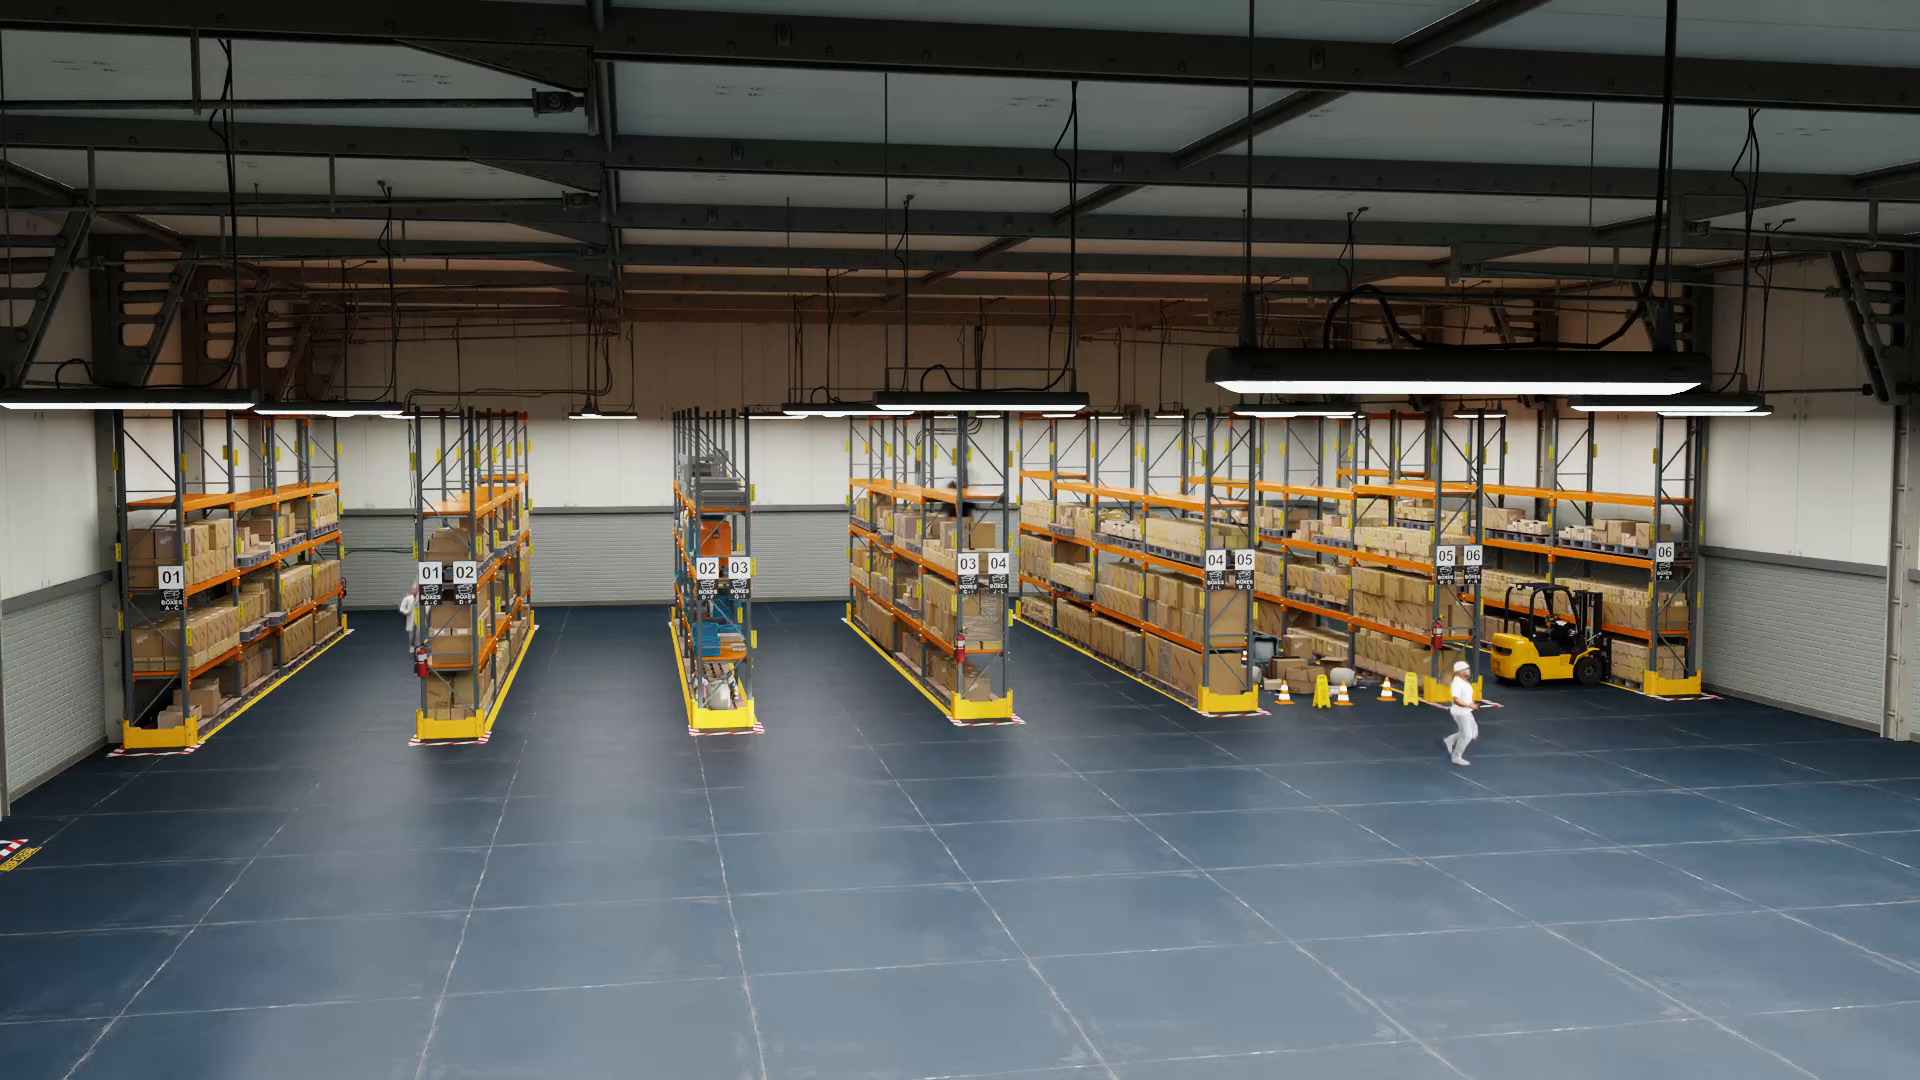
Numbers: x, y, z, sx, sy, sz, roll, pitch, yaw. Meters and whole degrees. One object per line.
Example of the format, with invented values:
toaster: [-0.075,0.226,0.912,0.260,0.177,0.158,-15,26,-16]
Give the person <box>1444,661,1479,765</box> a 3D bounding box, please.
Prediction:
person: [8.390,2.884,27.794,0.593,1.726,0.744,2,5,27]

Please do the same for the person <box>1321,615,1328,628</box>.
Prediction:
person: [9.547,1.758,44.029,0.542,1.690,0.671,-1,4,-14]

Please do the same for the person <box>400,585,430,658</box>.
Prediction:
person: [-13.239,1.968,40.446,0.718,1.746,0.834,-2,4,-22]
